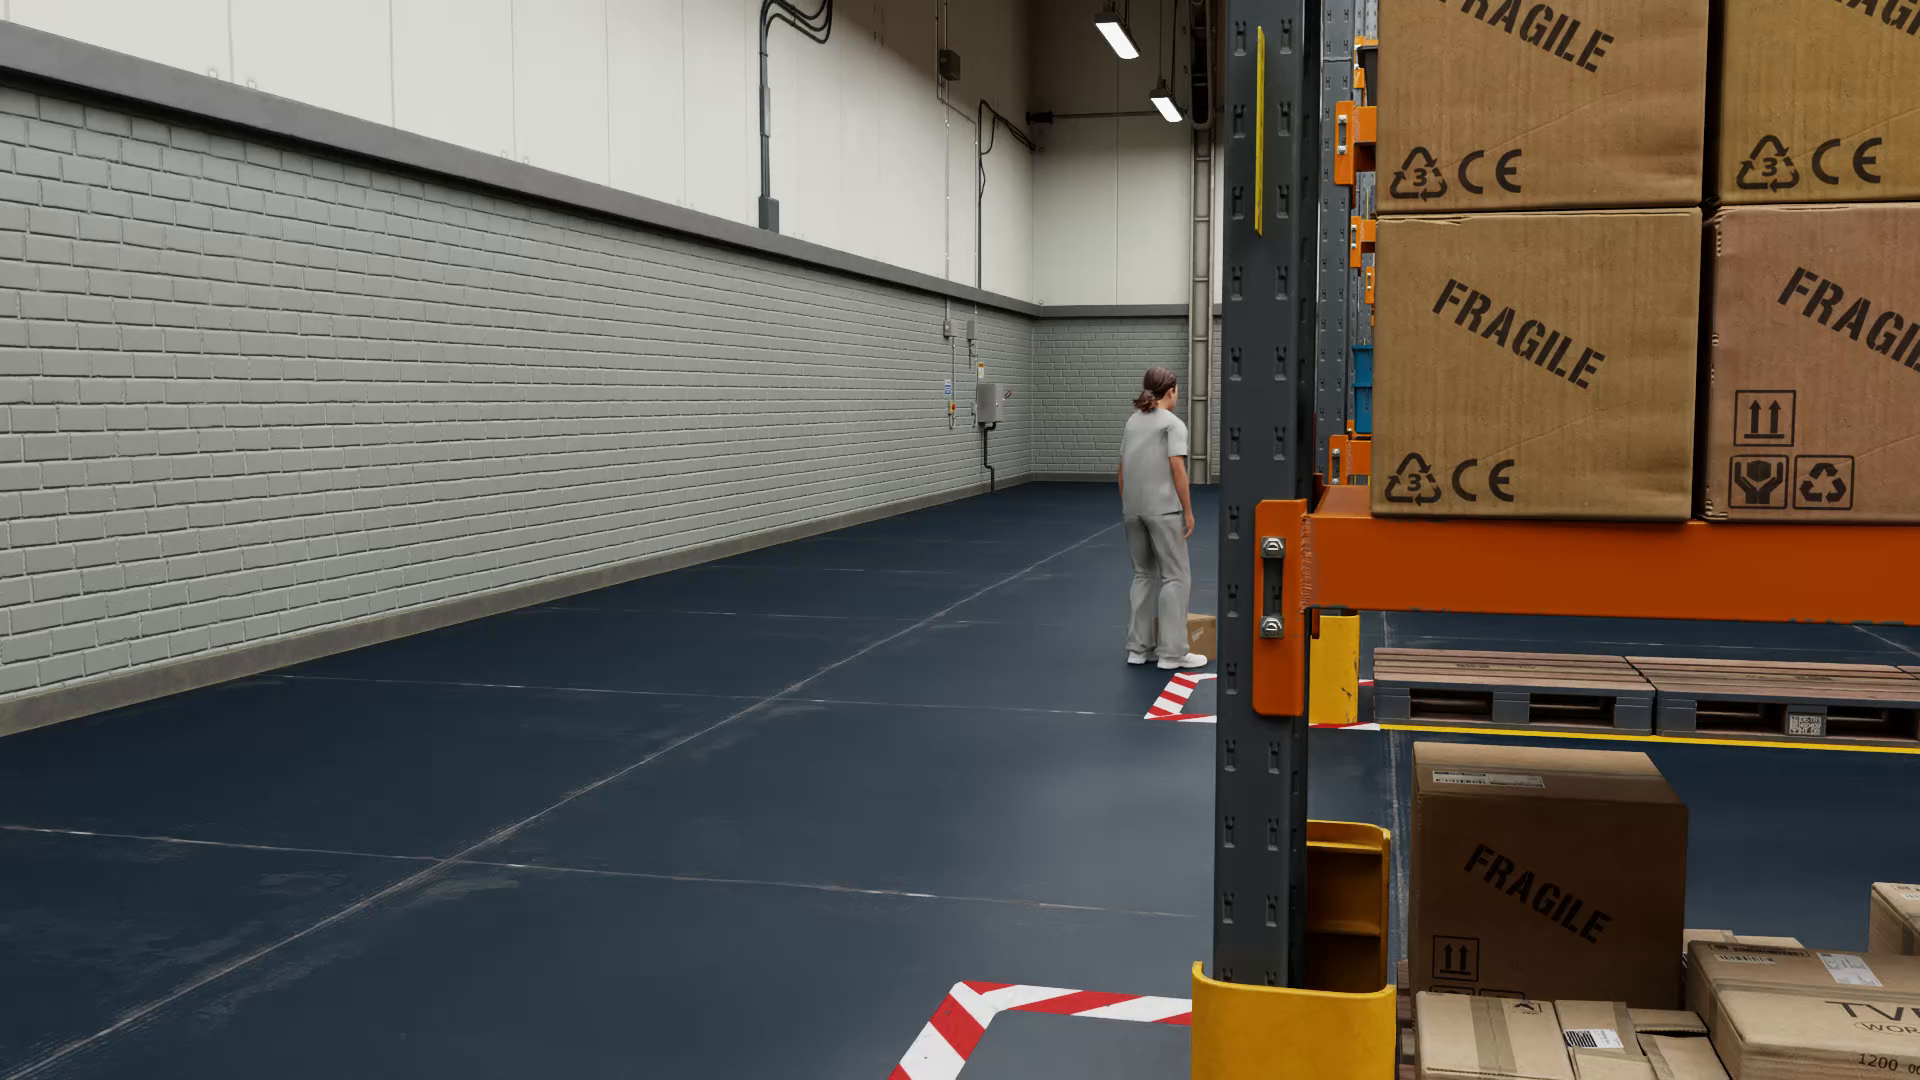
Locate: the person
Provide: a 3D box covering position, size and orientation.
[{"bbox_3d":[1.105,-0.132,9.288,0.365,1.671,0.504,-4,7,-42],"label":"person"}]
